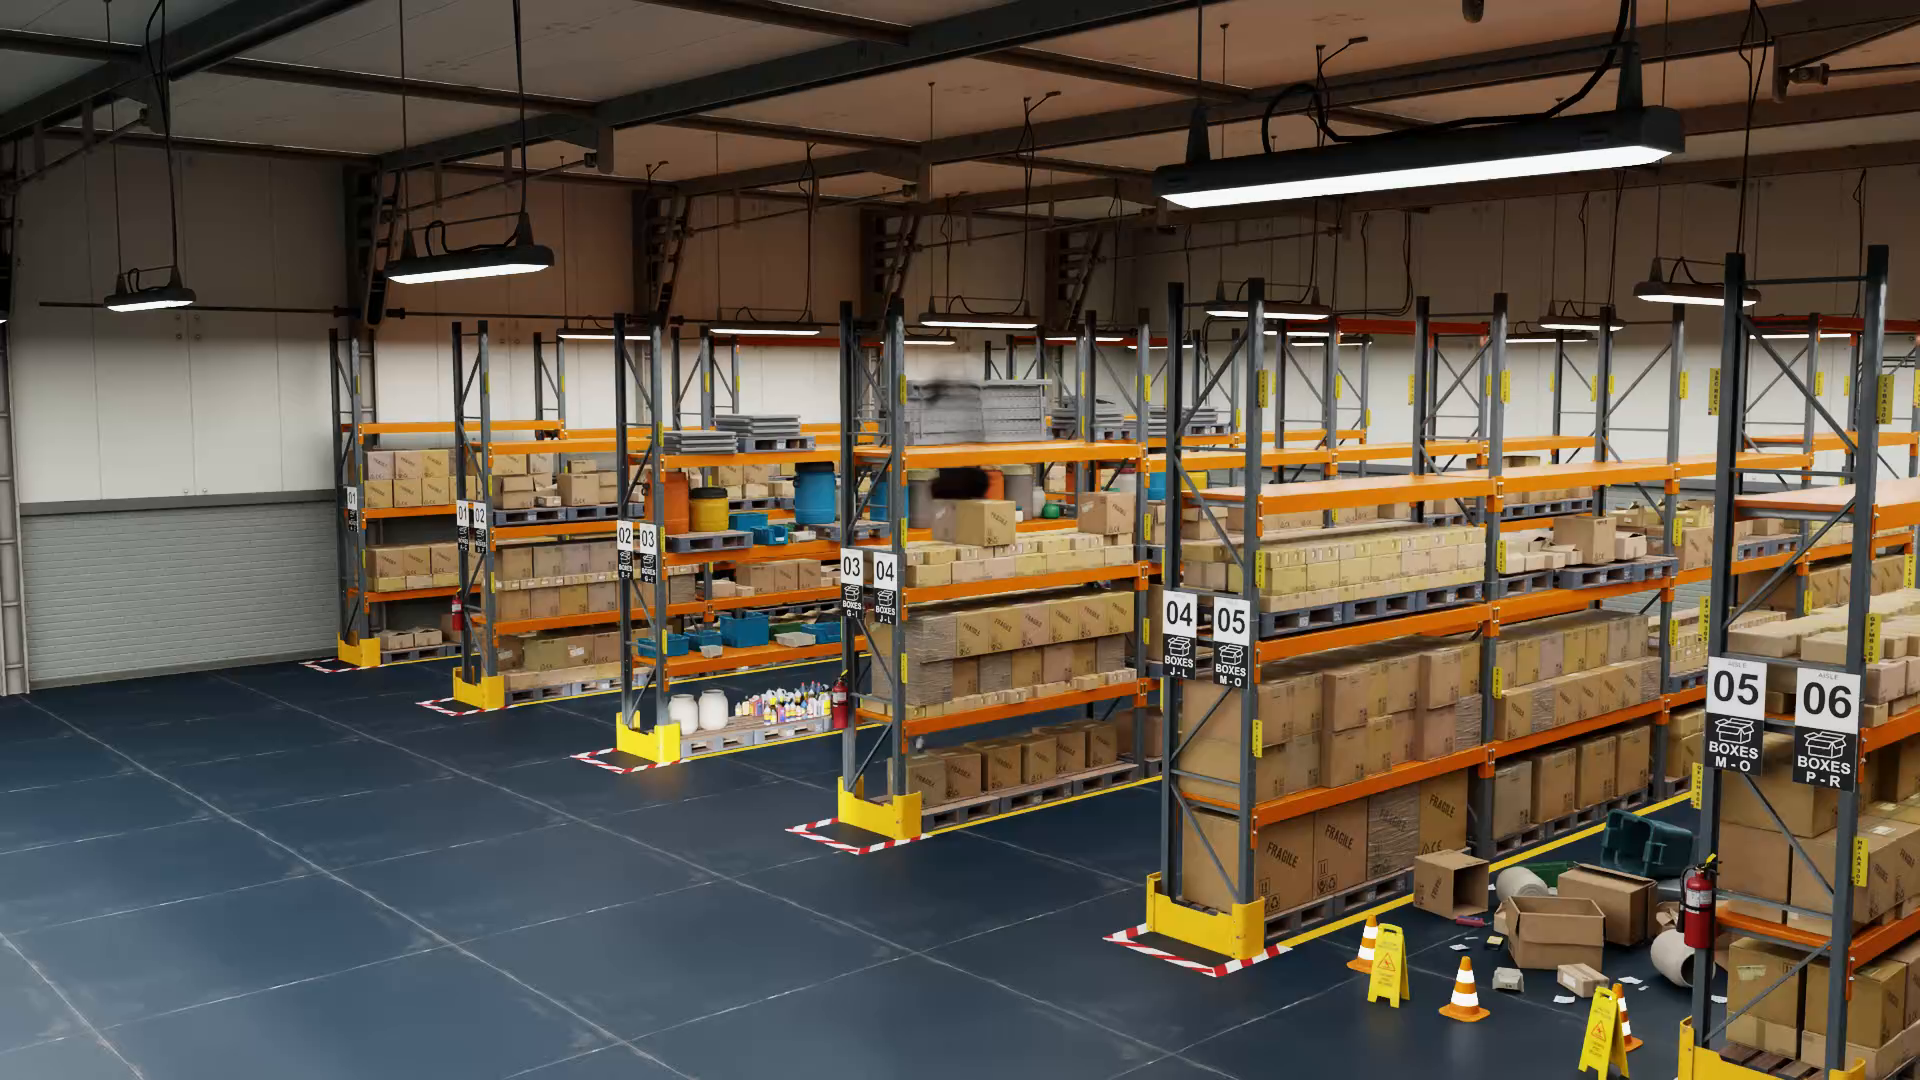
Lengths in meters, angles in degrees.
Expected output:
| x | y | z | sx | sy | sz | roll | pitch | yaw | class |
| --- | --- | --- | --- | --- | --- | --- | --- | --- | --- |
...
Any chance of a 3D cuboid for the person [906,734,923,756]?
| x | y | z | sx | sy | sz | roll | pitch | yaw | class |
| --- | --- | --- | --- | --- | --- | --- | --- | --- | --- |
| -0.748 | 2.208 | 22.071 | 0.554 | 1.594 | 0.688 | 5 | 7 | 39 | person |
